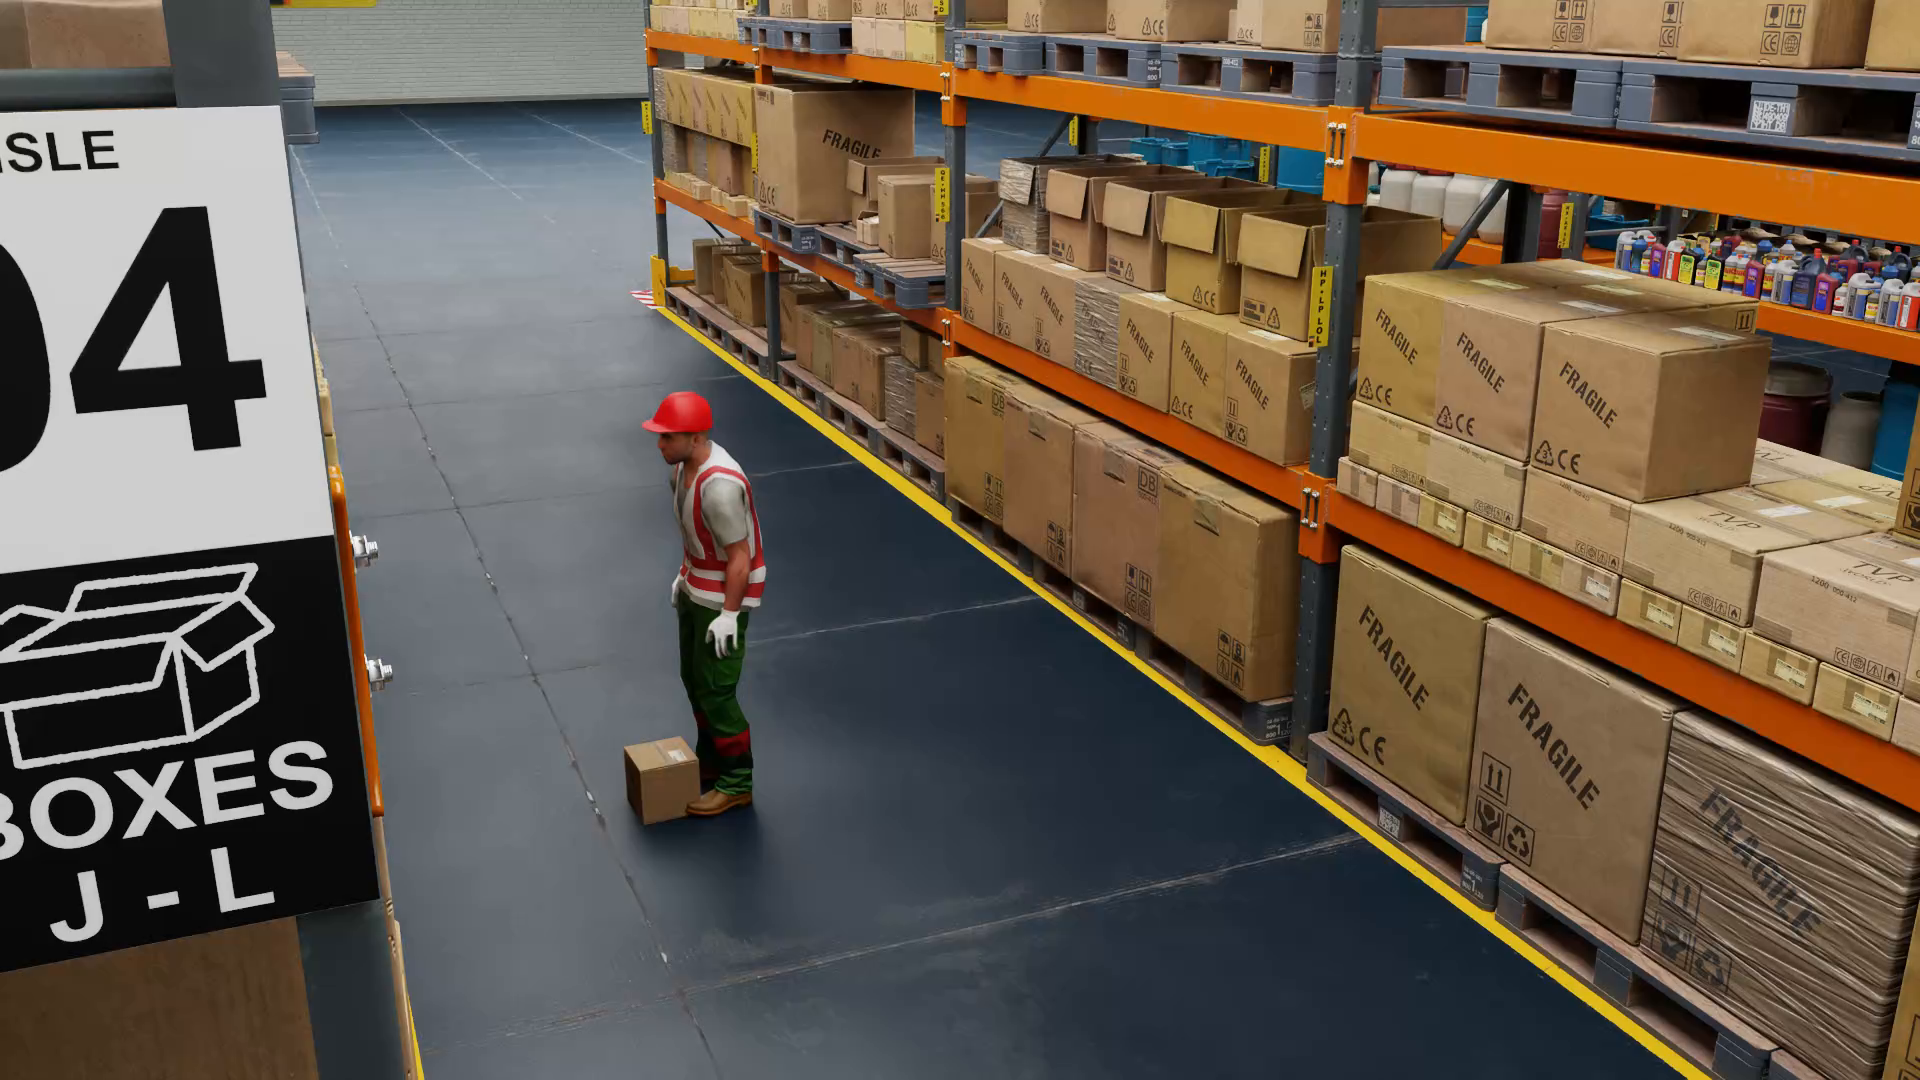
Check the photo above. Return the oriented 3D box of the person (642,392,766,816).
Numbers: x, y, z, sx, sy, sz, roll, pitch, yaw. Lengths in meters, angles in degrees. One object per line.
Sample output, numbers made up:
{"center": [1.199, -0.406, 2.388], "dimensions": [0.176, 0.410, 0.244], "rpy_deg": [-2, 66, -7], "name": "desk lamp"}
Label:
{"center": [-1.038, 0.250, 6.801], "dimensions": [0.454, 1.777, 0.605], "rpy_deg": [-9, 21, -24], "name": "person"}
